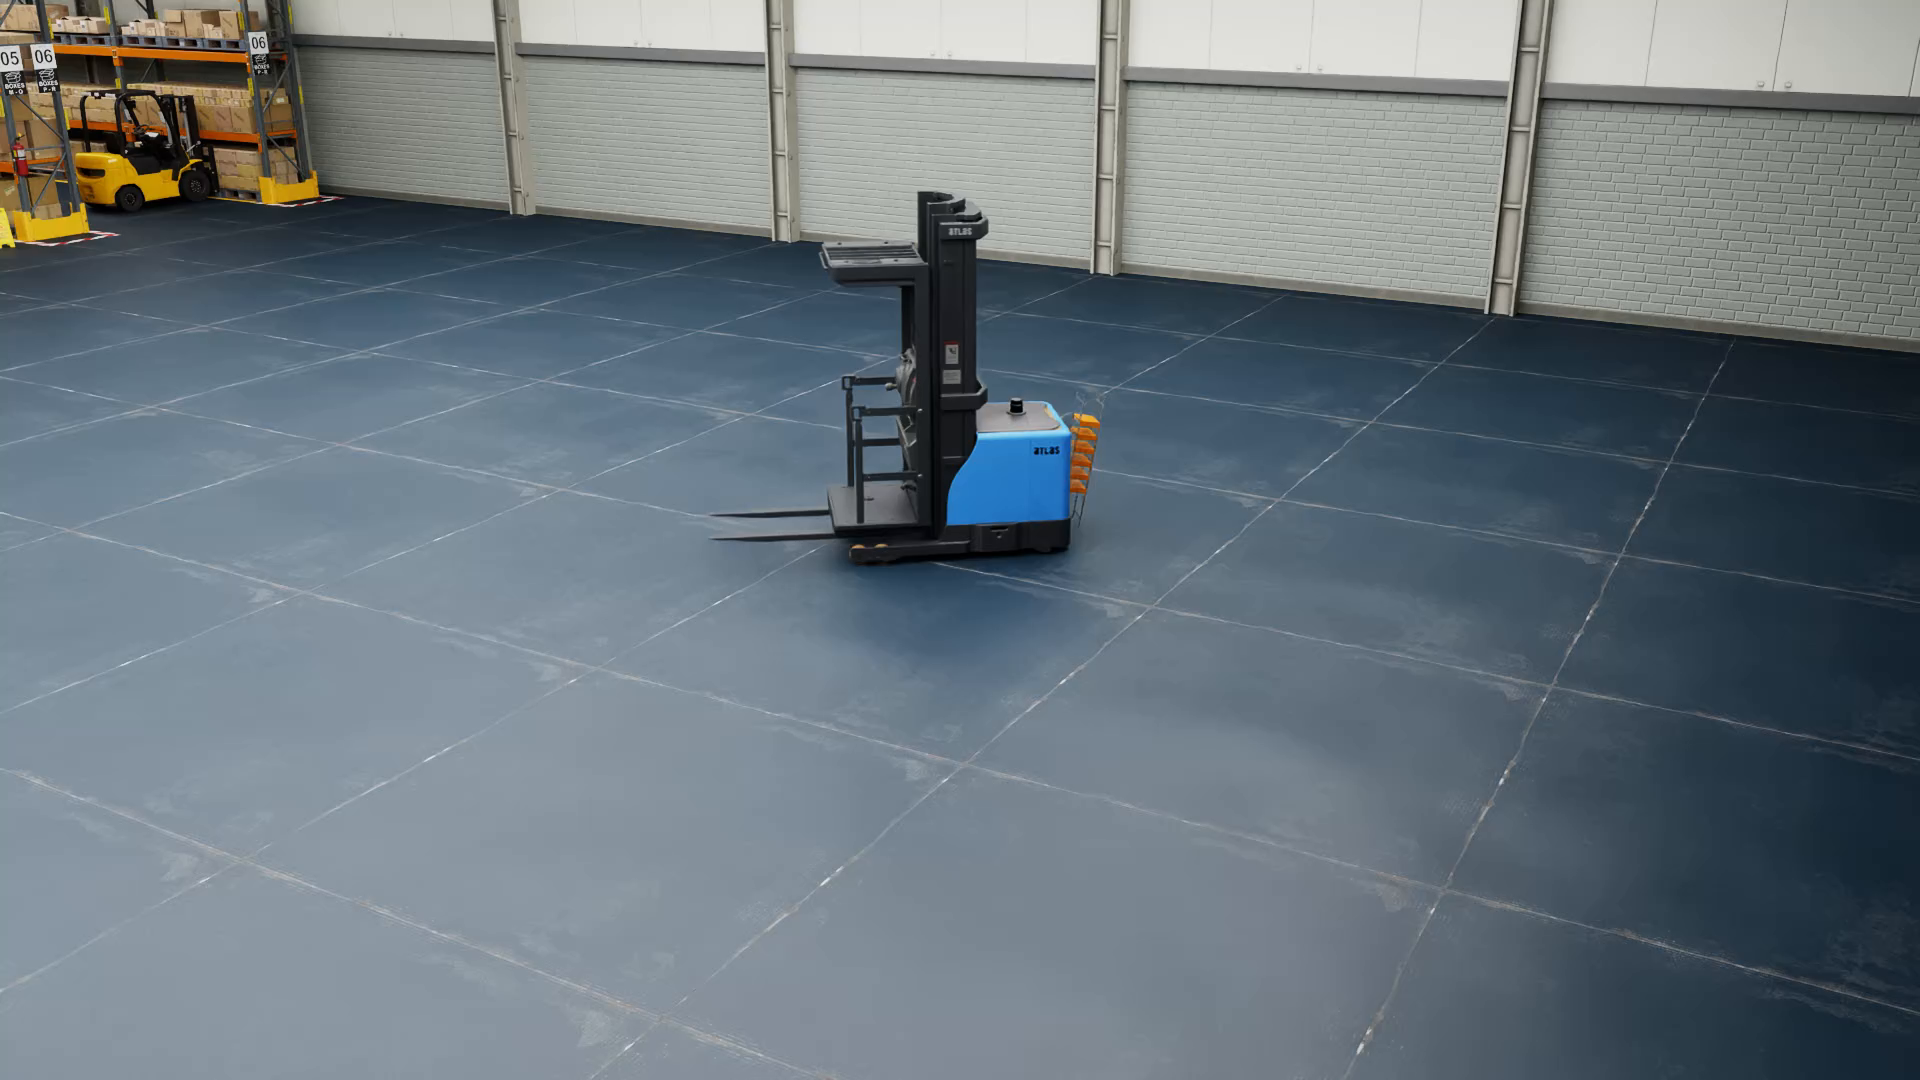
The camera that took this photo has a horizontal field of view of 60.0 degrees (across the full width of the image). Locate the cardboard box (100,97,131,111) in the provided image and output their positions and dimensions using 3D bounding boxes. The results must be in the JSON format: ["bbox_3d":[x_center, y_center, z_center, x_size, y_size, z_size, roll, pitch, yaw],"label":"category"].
[{"bbox_3d":[-17.331,-9.001,34.267,0.500,0.250,0.500,10,22,26],"label":"cardboard box"}]

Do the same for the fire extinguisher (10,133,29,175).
[{"bbox_3d":[-15.827,-6.495,27.985,0.183,0.674,0.296,11,23,27],"label":"fire extinguisher"}]

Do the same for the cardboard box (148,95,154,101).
[{"bbox_3d":[-16.159,-8.974,33.608,0.250,0.149,0.380,11,23,27],"label":"cardboard box"}]

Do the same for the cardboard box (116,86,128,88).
[{"bbox_3d":[-17.406,-9.407,34.802,0.250,0.149,0.380,11,23,27],"label":"cardboard box"}]

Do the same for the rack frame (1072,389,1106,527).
[{"bbox_3d":[1.129,-0.713,14.595,0.006,1.200,0.240,6,18,-14],"label":"rack frame"}]

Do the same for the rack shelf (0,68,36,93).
[{"bbox_3d":[-17.449,-8.092,28.931,4.000,0.370,1.077,11,23,27],"label":"rack shelf"}]

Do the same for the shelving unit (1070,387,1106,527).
[{"bbox_3d":[1.041,-0.722,14.573,0.189,1.200,0.258,6,18,-14],"label":"shelving unit"}]

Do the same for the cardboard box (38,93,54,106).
[{"bbox_3d":[-19.116,-9.338,35.197,0.500,0.250,0.500,10,22,26],"label":"cardboard box"}]

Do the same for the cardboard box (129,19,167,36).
[{"bbox_3d":[-16.170,-10.233,33.145,0.500,0.311,0.500,11,23,28],"label":"cardboard box"}]

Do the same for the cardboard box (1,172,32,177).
[{"bbox_3d":[-16.752,-6.251,29.515,0.500,0.500,0.500,10,22,25],"label":"cardboard box"}]

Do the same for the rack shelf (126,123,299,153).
[{"bbox_3d":[-15.031,-8.160,33.517,4.000,0.370,1.077,11,23,27],"label":"rack shelf"}]

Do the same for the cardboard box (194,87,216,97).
[{"bbox_3d":[-14.864,-8.837,32.794,0.250,0.149,0.380,11,23,28],"label":"cardboard box"}]

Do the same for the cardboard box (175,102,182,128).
[{"bbox_3d":[-15.612,-8.561,33.420,0.500,0.500,0.500,11,22,27],"label":"cardboard box"}]

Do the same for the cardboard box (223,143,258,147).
[{"bbox_3d":[-14.482,-7.845,33.544,0.500,0.250,0.500,11,22,27],"label":"cardboard box"}]

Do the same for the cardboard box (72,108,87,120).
[{"bbox_3d":[-18.205,-8.940,34.832,0.500,0.250,0.500,11,23,28],"label":"cardboard box"}]

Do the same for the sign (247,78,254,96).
[{"bbox_3d":[-13.562,-8.662,31.801,0.005,0.325,0.100,11,23,27],"label":"sign"}]

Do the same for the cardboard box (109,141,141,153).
[{"bbox_3d":[-17.238,-7.996,34.875,0.625,0.625,0.875,12,23,30],"label":"cardboard box"}]

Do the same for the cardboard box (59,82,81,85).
[{"bbox_3d":[-19.159,-9.763,35.782,0.250,0.149,0.380,10,22,26],"label":"cardboard box"}]

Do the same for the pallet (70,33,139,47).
[{"bbox_3d":[-17.554,-10.294,34.226,1.217,0.209,0.805,10,22,25],"label":"pallet"}]

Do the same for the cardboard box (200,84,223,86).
[{"bbox_3d":[-15.043,-9.086,33.480,0.250,0.149,0.380,12,23,29],"label":"cardboard box"}]

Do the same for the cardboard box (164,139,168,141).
[{"bbox_3d":[-16.253,-8.182,34.472,0.500,0.250,0.500,11,23,28],"label":"cardboard box"}]

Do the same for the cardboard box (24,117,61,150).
[{"bbox_3d":[-15.981,-7.036,28.779,0.500,0.500,0.500,10,22,26],"label":"cardboard box"}]

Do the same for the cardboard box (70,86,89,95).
[{"bbox_3d":[-18.314,-9.377,34.720,0.250,0.149,0.380,11,23,28],"label":"cardboard box"}]

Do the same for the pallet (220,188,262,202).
[{"bbox_3d":[-13.973,-6.970,33.270,1.213,0.211,1.003,11,23,27],"label":"pallet"}]

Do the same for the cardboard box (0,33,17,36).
[{"bbox_3d":[-16.141,-8.511,28.231,0.250,0.149,0.380,11,23,27],"label":"cardboard box"}]

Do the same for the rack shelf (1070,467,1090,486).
[{"bbox_3d":[1.013,-0.568,14.623,0.180,0.103,0.258,6,18,-14],"label":"rack shelf"}]

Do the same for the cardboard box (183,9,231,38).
[{"bbox_3d":[-14.636,-10.069,32.415,0.500,0.500,0.700,11,23,28],"label":"cardboard box"}]

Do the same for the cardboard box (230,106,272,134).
[{"bbox_3d":[-13.843,-8.217,32.471,0.500,0.500,0.500,10,22,26],"label":"cardboard box"}]

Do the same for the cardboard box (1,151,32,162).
[{"bbox_3d":[-16.133,-6.568,28.441,0.250,0.149,0.380,12,23,29],"label":"cardboard box"}]

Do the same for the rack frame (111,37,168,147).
[{"bbox_3d":[-16.777,-8.831,34.312,0.127,3.000,1.000,11,23,27],"label":"rack frame"}]

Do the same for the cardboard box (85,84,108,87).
[{"bbox_3d":[-18.288,-9.573,35.258,0.250,0.149,0.380,11,23,28],"label":"cardboard box"}]

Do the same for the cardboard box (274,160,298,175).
[{"bbox_3d":[-13.594,-7.446,33.176,0.500,0.250,0.500,11,23,28],"label":"cardboard box"}]

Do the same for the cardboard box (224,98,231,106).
[{"bbox_3d":[-14.159,-8.587,32.541,0.250,0.149,0.380,11,23,28],"label":"cardboard box"}]

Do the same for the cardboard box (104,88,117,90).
[{"bbox_3d":[-17.418,-9.211,34.262,0.250,0.149,0.380,10,22,27],"label":"cardboard box"}]

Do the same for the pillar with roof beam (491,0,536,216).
[{"bbox_3d":[-10.315,-9.091,26.230,0.400,9.000,9.100,11,23,27],"label":"pillar with roof beam"}]

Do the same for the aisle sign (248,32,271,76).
[{"bbox_3d":[-13.371,-9.290,31.763,0.004,0.787,0.394,11,23,27],"label":"aisle sign"}]

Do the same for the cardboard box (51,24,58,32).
[{"bbox_3d":[-18.559,-10.588,34.363,0.250,0.149,0.380,10,22,27],"label":"cardboard box"}]

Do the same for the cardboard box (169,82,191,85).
[{"bbox_3d":[-15.915,-9.266,33.975,0.250,0.149,0.380,11,22,27],"label":"cardboard box"}]

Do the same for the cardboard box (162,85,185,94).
[{"bbox_3d":[-15.730,-9.017,33.289,0.250,0.149,0.380,10,22,26],"label":"cardboard box"}]

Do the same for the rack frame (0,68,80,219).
[{"bbox_3d":[-15.703,-6.688,28.402,0.127,3.000,1.000,11,23,27],"label":"rack frame"}]

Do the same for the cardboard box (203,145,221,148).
[{"bbox_3d":[-15.172,-7.775,33.351,0.500,0.250,0.500,10,22,26],"label":"cardboard box"}]

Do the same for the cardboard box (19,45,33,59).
[{"bbox_3d":[-16.012,-8.330,28.315,0.500,0.250,0.500,10,22,26],"label":"cardboard box"}]

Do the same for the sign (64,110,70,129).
[{"bbox_3d":[-15.438,-7.256,28.700,0.005,0.325,0.100,11,23,27],"label":"sign"}]

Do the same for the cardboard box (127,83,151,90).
[{"bbox_3d":[-16.644,-9.182,33.744,0.250,0.149,0.380,11,23,28],"label":"cardboard box"}]

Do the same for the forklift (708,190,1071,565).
[{"bbox_3d":[-0.625,-1.362,13.821,3.031,2.935,1.130,-3,20,-7],"label":"forklift"}]

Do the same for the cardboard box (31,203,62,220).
[{"bbox_3d":[-16.272,-5.809,29.397,0.500,0.250,0.500,11,22,27],"label":"cardboard box"}]

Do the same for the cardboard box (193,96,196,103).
[{"bbox_3d":[-15.030,-8.766,33.036,0.250,0.149,0.380,11,22,27],"label":"cardboard box"}]

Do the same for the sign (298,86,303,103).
[{"bbox_3d":[-13.009,-8.774,32.769,0.005,0.325,0.100,11,23,27],"label":"sign"}]

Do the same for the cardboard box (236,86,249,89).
[{"bbox_3d":[-14.132,-8.916,33.012,0.250,0.149,0.380,11,23,28],"label":"cardboard box"}]

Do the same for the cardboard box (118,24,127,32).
[{"bbox_3d":[-17.422,-10.567,34.305,0.250,0.149,0.380,11,23,27],"label":"cardboard box"}]

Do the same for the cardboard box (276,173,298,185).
[{"bbox_3d":[-13.619,-7.211,33.261,0.500,0.250,0.500,11,23,28],"label":"cardboard box"}]

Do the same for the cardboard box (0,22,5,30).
[{"bbox_3d":[-20.113,-10.893,35.176,0.250,0.166,0.380,11,23,27],"label":"cardboard box"}]

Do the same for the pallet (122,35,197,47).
[{"bbox_3d":[-16.020,-10.065,33.445,1.213,0.211,1.003,11,23,27],"label":"pallet"}]

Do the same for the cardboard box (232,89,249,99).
[{"bbox_3d":[-13.931,-8.686,32.378,0.250,0.149,0.380,11,23,27],"label":"cardboard box"}]

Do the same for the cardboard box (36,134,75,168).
[{"bbox_3d":[-19.731,-8.470,36.182,0.625,0.625,0.875,12,23,29],"label":"cardboard box"}]
